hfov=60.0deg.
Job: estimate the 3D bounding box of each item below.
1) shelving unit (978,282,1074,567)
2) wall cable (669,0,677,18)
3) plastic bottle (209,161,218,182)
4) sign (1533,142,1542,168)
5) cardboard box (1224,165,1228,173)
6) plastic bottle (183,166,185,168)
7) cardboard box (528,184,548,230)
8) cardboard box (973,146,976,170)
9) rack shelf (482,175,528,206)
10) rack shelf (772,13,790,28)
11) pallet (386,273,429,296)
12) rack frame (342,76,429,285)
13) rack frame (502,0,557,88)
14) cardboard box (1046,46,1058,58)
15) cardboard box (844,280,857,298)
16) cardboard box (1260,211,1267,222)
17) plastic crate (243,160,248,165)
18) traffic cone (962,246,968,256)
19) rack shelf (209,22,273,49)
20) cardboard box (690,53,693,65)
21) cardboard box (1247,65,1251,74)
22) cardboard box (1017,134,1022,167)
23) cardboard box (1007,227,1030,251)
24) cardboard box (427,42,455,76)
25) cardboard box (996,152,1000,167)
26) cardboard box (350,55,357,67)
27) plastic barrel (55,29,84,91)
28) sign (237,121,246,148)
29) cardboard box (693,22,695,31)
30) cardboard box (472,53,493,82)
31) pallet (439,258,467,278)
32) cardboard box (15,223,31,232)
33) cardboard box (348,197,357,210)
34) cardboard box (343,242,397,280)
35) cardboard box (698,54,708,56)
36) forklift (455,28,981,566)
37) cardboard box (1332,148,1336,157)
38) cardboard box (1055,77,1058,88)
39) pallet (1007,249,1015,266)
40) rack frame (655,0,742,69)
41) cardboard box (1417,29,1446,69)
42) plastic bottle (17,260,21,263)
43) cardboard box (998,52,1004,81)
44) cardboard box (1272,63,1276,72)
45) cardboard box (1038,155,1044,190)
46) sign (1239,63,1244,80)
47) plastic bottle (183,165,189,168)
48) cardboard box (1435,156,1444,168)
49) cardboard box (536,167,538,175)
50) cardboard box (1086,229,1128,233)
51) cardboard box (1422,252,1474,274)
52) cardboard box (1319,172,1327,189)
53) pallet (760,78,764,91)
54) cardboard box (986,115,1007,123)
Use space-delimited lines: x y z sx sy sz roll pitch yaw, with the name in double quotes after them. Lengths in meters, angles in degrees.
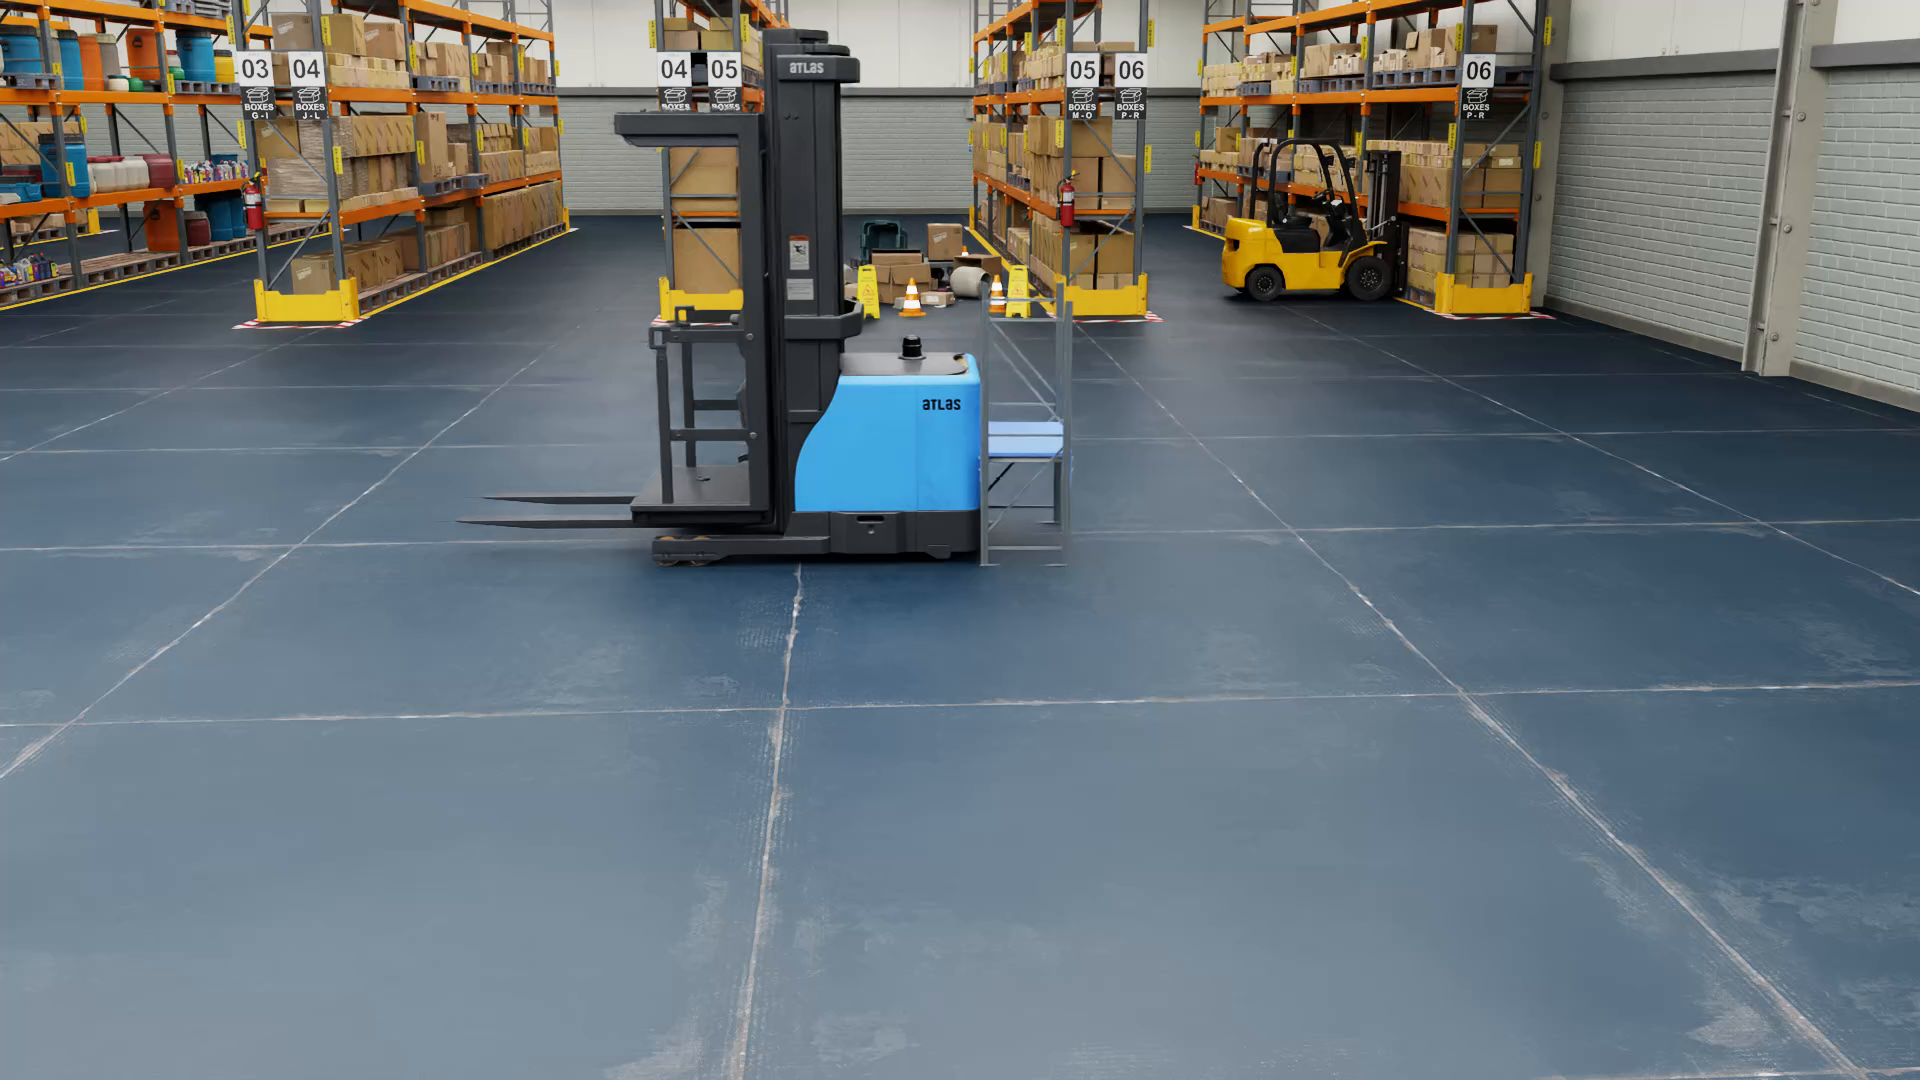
0.373 -0.706 9.761 0.538 1.500 1.048 0 14 1 "shelving unit"
-5.999 -14.082 40.243 2.277 5.999 0.120 -1 14 -3 "wall cable"
-13.333 -6.567 29.628 0.144 0.351 0.185 -1 14 -3 "plastic bottle"
7.302 -4.876 21.060 0.100 0.325 0.005 -1 14 -3 "sign"
5.621 -7.606 34.074 0.380 0.149 0.250 -1 14 -4 "cardboard box"
-14.064 -6.619 29.982 0.152 0.276 0.135 -1 14 -3 "plastic bottle"
-8.858 -6.728 33.578 0.875 0.875 0.875 -1 14 -3 "cardboard box"
0.545 -8.237 35.820 0.500 0.500 0.500 -1 14 -4 "cardboard box"
-8.717 -6.319 30.009 1.077 0.370 4.000 -1 14 -3 "rack shelf"
-4.008 -10.269 33.329 1.077 0.370 4.000 -1 14 -3 "rack shelf"
-8.268 -3.658 23.821 1.003 0.211 1.213 -1 14 -3 "pallet"
-8.345 -5.175 24.120 1.000 3.000 0.127 -1 14 -3 "rack frame"
-9.089 -11.065 34.972 1.000 3.000 0.127 -1 14 -3 "rack frame"
1.349 -6.511 22.196 0.380 0.149 0.250 -1 14 -2 "cardboard box"
-1.444 -3.503 23.110 0.396 0.266 0.258 2 15 6 "cardboard box"
5.905 -5.879 31.029 0.500 0.500 0.500 -1 14 -5 "cardboard box"
-14.245 -7.562 33.614 0.416 0.233 0.300 -1 14 -3 "plastic crate"
0.072 -4.386 26.145 0.336 0.463 0.334 -1 14 -3 "traffic cone"
-13.908 -9.949 32.881 1.077 0.370 4.000 -1 14 -3 "rack shelf"
-3.514 -5.955 20.591 0.380 0.149 0.250 -1 14 -3 "cardboard box"
5.646 -8.912 31.488 0.380 0.149 0.250 -1 14 -4 "cardboard box"
1.197 -6.217 26.530 0.500 0.500 0.500 -1 14 -6 "cardboard box"
1.323 -5.113 28.310 0.950 0.372 0.625 -2 15 -7 "cardboard box"
-8.256 -7.548 26.117 0.500 0.500 0.500 -1 14 -2 "cardboard box"
0.927 -6.863 29.980 0.500 0.250 0.500 -1 14 -5 "cardboard box"
-7.899 -6.082 21.125 0.380 0.149 0.250 -1 14 -4 "cardboard box"
-13.618 -7.243 25.130 0.600 0.901 0.708 -1 14 -3 "plastic barrel"
-8.653 -4.891 20.056 0.100 0.325 0.005 -1 14 -3 "sign"
-3.548 -6.470 20.992 0.380 0.149 0.250 -1 14 -2 "cardboard box"
-8.741 -8.384 29.521 0.797 0.503 0.637 -1 14 -4 "cardboard box"
-8.474 -4.322 26.402 1.003 0.211 1.213 -1 14 -3 "pallet"
-18.602 -6.176 32.815 0.380 0.166 0.250 -1 14 -3 "cardboard box"
-7.874 -4.258 21.060 0.380 0.149 0.250 -1 14 -3 "cardboard box"
-8.317 -3.925 23.437 0.500 0.500 0.500 4 15 14 "cardboard box"
-3.510 -6.374 21.422 0.500 0.250 0.500 -1 14 -4 "cardboard box"
-1.396 -1.405 9.605 3.031 2.935 1.130 0 14 -1 "forklift"
6.148 -6.167 26.473 0.380 0.149 0.250 -1 14 -3 "cardboard box"
1.450 -6.002 21.818 0.380 0.149 0.250 -1 14 -4 "cardboard box"
1.345 -4.778 28.173 1.003 0.211 1.213 -1 14 -3 "pallet"
-3.141 -7.137 19.706 1.000 3.000 0.127 -1 14 -3 "rack frame"
6.513 -6.526 22.108 0.700 0.500 0.500 -1 14 -3 "cardboard box"
-13.096 -3.781 23.284 0.152 0.276 0.135 -1 14 -3 "plastic bottle"
1.047 -8.271 29.088 0.700 0.500 0.500 -2 15 -6 "cardboard box"
5.855 -8.521 30.009 0.380 0.149 0.250 -1 14 -3 "cardboard box"
1.367 -5.157 23.253 0.500 0.500 0.500 -1 14 -4 "cardboard box"
5.463 -9.088 32.271 0.100 0.325 0.005 -1 14 -3 "sign"
-14.079 -6.677 30.206 0.152 0.276 0.135 -1 14 -3 "plastic bottle"
6.401 -4.918 21.620 0.380 0.149 0.250 -1 14 -3 "cardboard box"
-8.578 -7.318 32.953 0.380 0.149 0.250 -1 14 -5 "cardboard box"
1.981 -3.909 22.370 0.500 0.500 0.500 -1 14 -6 "cardboard box"
6.405 -3.641 21.830 0.500 0.250 0.500 -1 14 -4 "cardboard box"
6.131 -5.832 26.972 0.500 0.250 0.500 0 14 -2 "cardboard box"
-3.471 -7.145 26.136 1.003 0.211 1.213 0 14 -1 "pallet"
0.713 -8.236 32.508 0.380 0.149 0.250 -1 14 -5 "cardboard box"
